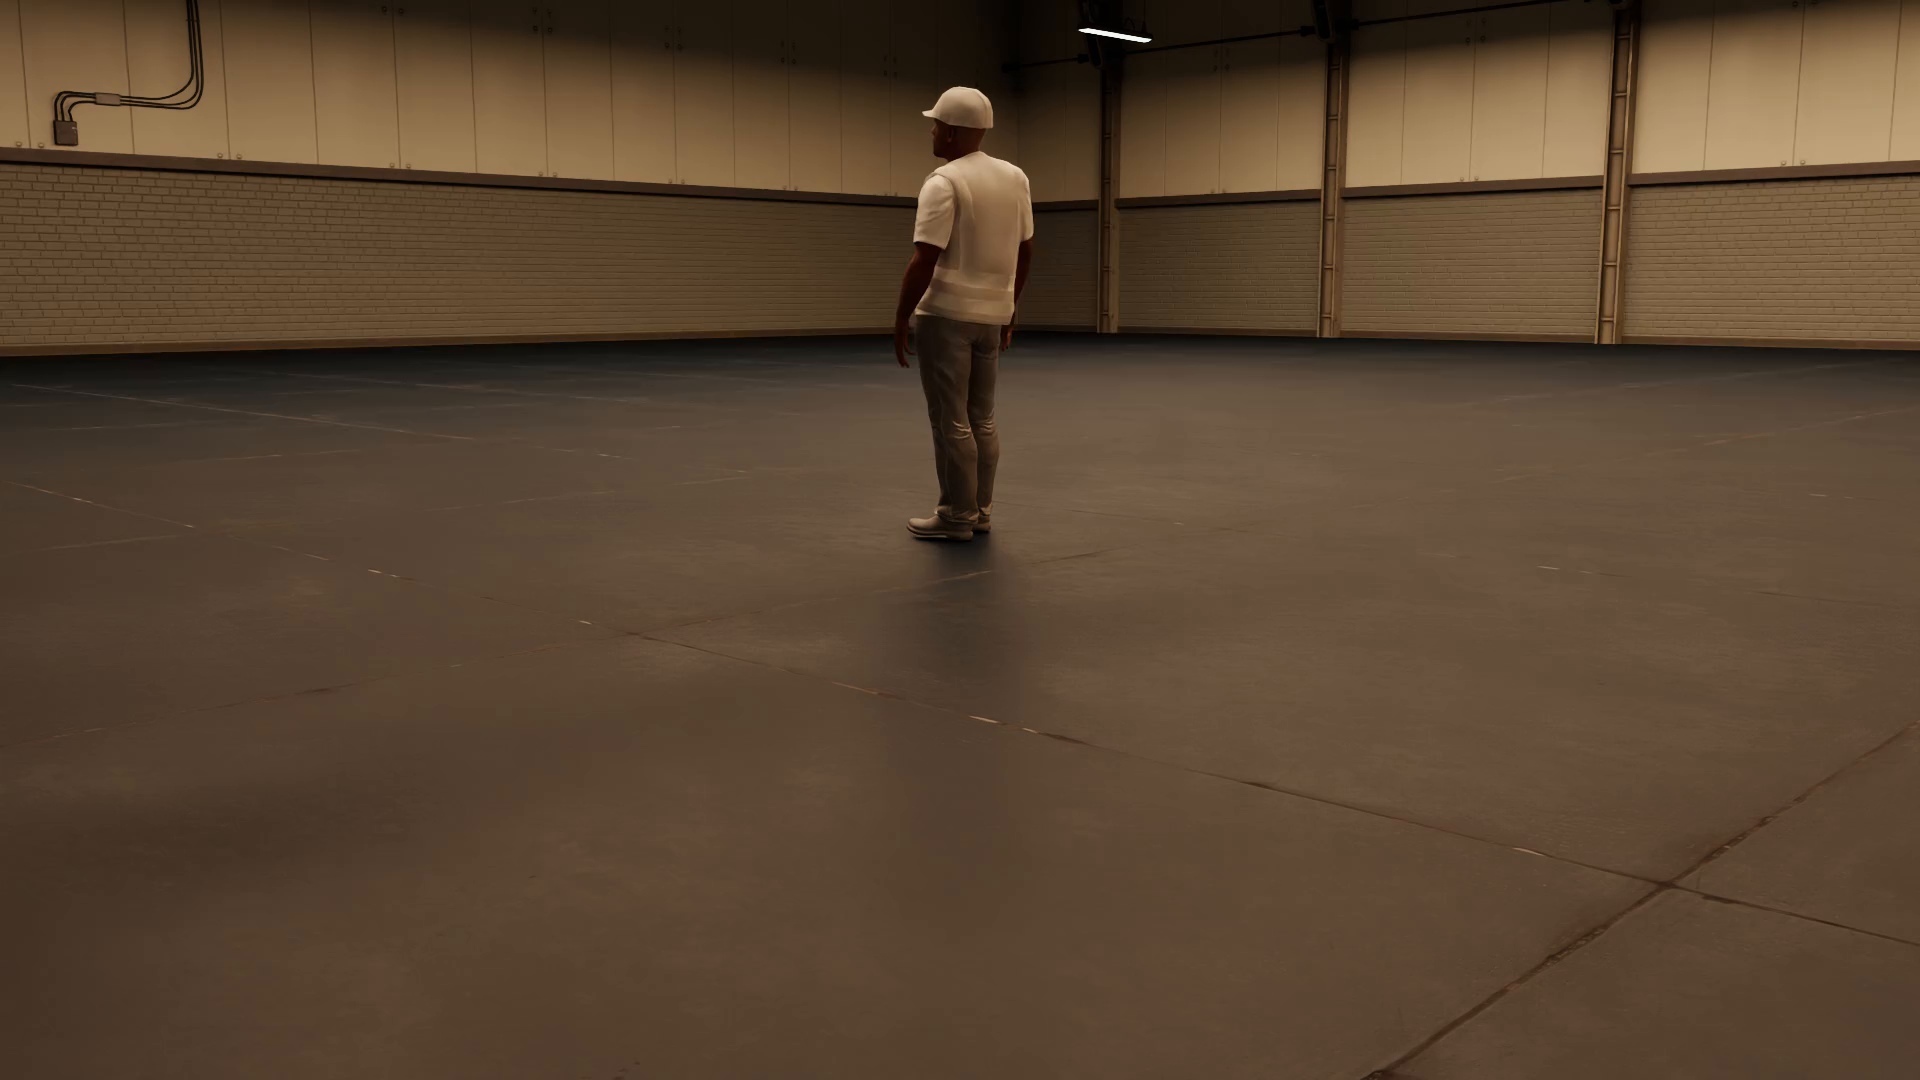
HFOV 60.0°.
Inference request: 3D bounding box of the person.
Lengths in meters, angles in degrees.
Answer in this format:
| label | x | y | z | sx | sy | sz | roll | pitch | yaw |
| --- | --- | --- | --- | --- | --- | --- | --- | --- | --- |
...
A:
| label | x | y | z | sx | sy | sz | roll | pitch | yaw |
| --- | --- | --- | --- | --- | --- | --- | --- | --- | --- |
| person | -0.045 | -0.888 | 6.637 | 0.577 | 1.765 | 0.665 | 8 | 12 | 43 |
